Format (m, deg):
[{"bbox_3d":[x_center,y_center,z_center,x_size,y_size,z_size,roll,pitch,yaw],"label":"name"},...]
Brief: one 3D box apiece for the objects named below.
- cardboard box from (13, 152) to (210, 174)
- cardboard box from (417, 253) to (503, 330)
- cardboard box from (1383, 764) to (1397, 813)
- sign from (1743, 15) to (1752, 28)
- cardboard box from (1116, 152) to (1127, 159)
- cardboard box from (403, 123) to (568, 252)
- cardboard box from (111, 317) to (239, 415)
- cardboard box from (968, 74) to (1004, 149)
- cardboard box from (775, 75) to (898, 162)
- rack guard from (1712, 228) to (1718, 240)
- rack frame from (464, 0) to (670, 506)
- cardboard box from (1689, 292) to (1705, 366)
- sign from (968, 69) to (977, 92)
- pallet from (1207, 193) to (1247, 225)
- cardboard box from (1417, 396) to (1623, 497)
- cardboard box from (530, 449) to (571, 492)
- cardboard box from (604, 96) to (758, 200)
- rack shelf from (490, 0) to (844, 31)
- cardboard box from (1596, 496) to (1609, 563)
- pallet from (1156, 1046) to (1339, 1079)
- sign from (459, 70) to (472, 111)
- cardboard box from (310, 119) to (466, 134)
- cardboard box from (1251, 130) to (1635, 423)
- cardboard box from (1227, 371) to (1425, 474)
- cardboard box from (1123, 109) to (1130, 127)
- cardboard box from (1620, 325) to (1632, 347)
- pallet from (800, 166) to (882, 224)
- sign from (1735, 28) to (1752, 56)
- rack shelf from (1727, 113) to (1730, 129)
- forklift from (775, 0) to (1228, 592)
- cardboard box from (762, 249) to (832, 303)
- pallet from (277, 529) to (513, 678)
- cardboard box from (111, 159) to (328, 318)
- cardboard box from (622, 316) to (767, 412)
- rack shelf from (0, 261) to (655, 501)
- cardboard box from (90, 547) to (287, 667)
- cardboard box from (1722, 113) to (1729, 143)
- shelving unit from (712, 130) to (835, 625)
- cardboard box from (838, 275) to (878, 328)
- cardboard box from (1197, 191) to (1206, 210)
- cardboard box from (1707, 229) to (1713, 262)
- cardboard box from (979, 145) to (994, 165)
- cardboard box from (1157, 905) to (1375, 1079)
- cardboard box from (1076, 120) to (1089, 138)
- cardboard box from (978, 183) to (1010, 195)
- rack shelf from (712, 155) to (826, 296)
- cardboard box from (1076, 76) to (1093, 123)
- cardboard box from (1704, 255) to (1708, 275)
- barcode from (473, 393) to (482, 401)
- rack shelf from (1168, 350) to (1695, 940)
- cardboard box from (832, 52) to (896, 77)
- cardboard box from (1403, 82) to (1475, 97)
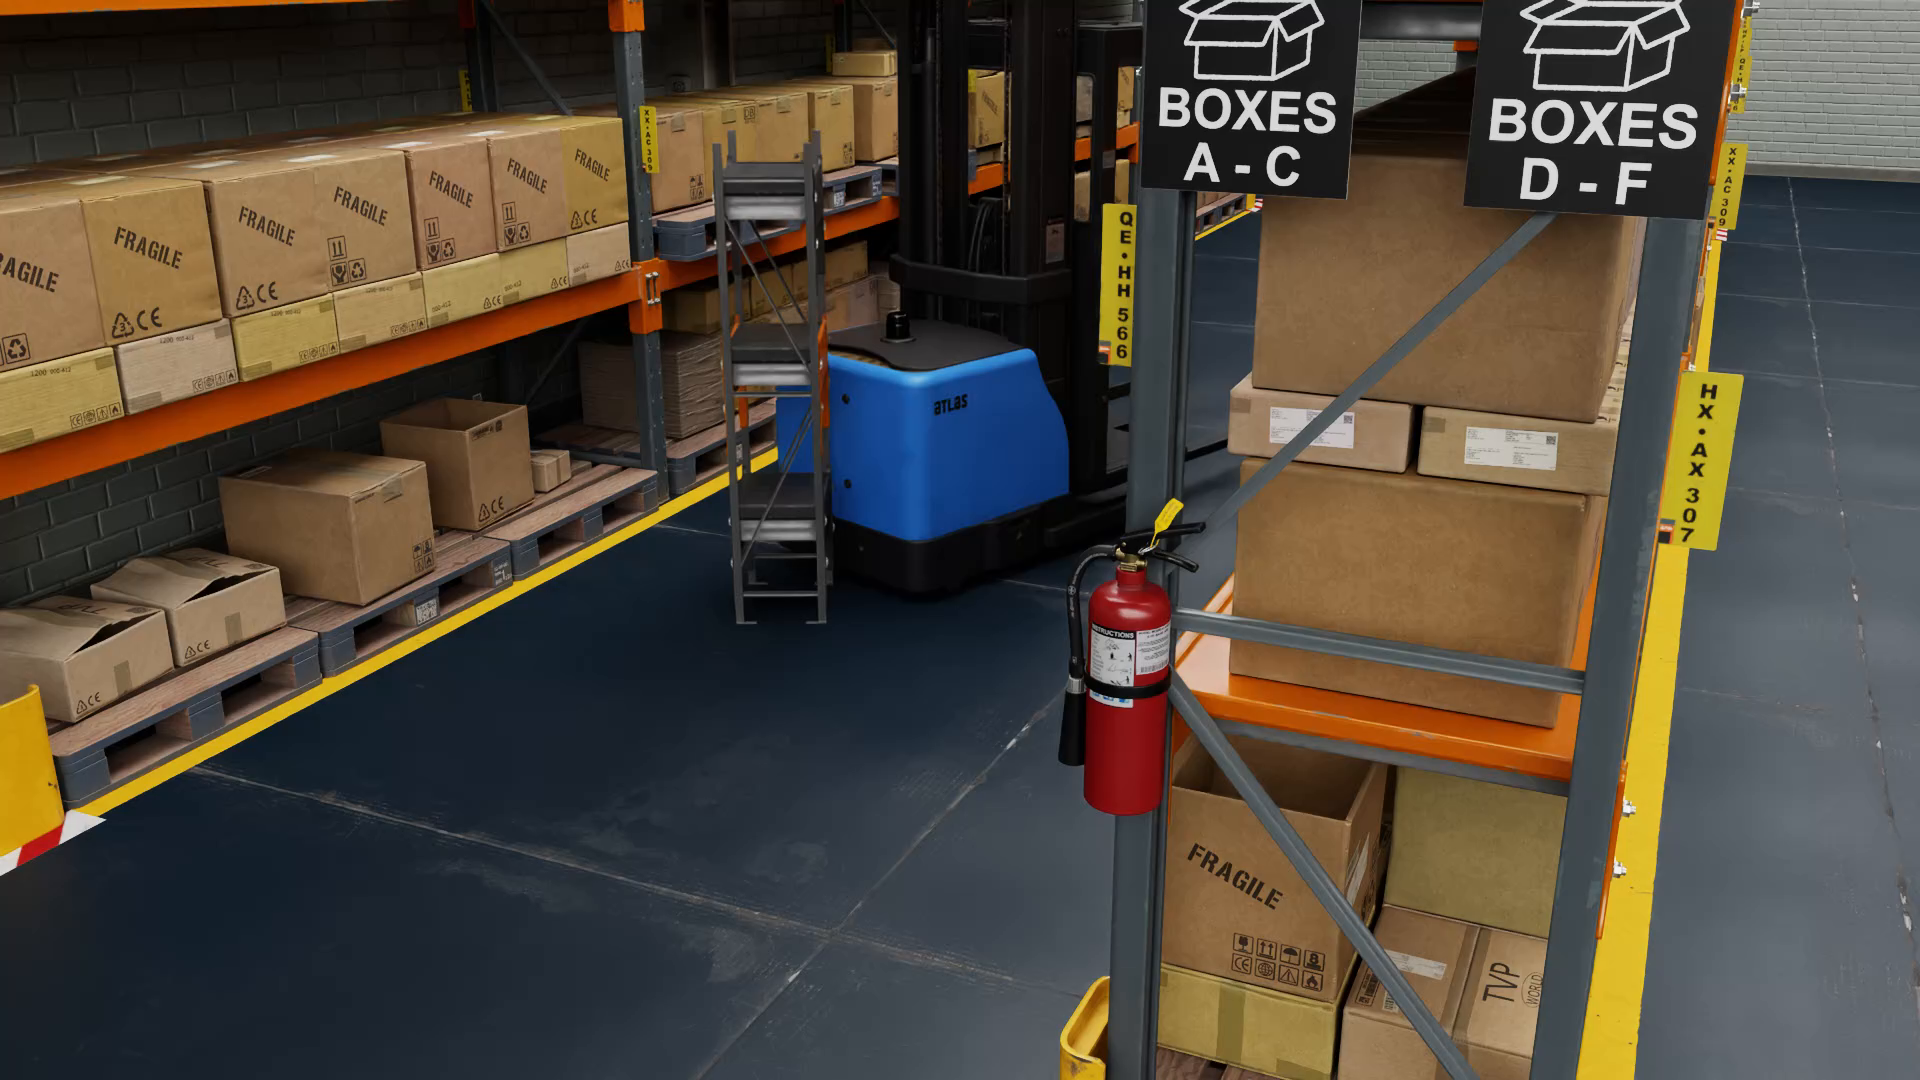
[{"bbox_3d":[-3.278,-1.229,6.522,0.500,0.500,0.500,8,21,21],"label":"cardboard box"},{"bbox_3d":[-2.383,-1.120,7.337,0.500,0.250,0.500,8,21,22],"label":"cardboard box"},{"bbox_3d":[1.165,0.458,5.062,0.500,0.500,0.500,9,21,23],"label":"cardboard box"},{"bbox_3d":[7.870,-5.277,16.631,0.100,0.325,0.005,9,21,23],"label":"sign"},{"bbox_3d":[1.694,-3.886,17.054,0.380,0.149,0.250,8,21,21],"label":"cardboard box"},{"bbox_3d":[-2.173,-1.627,7.642,0.500,0.500,0.500,8,21,22],"label":"cardboard box"},{"bbox_3d":[-3.011,-0.657,6.035,0.500,0.250,0.500,8,21,21],"label":"cardboard box"},{"bbox_3d":[0.008,-3.208,12.389,0.500,0.500,0.500,9,22,24],"label":"cardboard box"},{"bbox_3d":[-0.812,-2.833,11.151,0.700,0.500,0.500,6,21,18],"label":"cardboard box"},{"bbox_3d":[7.341,-3.464,17.463,1.175,0.500,0.348,9,21,23],"label":"rack guard"},{"bbox_3d":[-2.062,-1.675,8.702,1.000,3.000,0.127,9,21,23],"label":"rack frame"},{"bbox_3d":[4.543,-1.349,10.859,0.500,0.500,0.500,10,22,25],"label":"cardboard box"},{"bbox_3d":[0.074,-3.335,11.759,0.100,0.325,0.005,9,21,23],"label":"sign"},{"bbox_3d":[2.595,-3.774,18.767,1.003,0.211,1.213,9,21,23],"label":"pallet"},{"bbox_3d":[1.178,-0.217,3.485,0.380,0.149,0.250,8,21,22],"label":"cardboard box"},{"bbox_3d":[-2.254,-0.380,8.632,0.380,0.166,0.250,6,20,16],"label":"cardboard box"},{"bbox_3d":[-1.588,-2.250,9.514,0.700,0.500,0.500,11,22,28],"label":"cardboard box"},{"bbox_3d":[-1.243,-3.361,10.039,1.077,0.370,4.000,9,21,23],"label":"rack shelf"},{"bbox_3d":[1.443,-0.274,4.613,0.700,0.500,0.500,9,21,23],"label":"cardboard box"},{"bbox_3d":[1.095,1.300,4.497,1.003,0.211,1.213,9,21,23],"label":"pallet"},{"bbox_3d":[-2.570,-2.296,8.719,0.100,0.325,0.005,9,21,23],"label":"sign"},{"bbox_3d":[-2.661,-1.695,7.832,0.500,0.500,0.500,8,21,22],"label":"cardboard box"},{"bbox_3d":[1.045,-0.589,3.564,0.700,0.500,0.500,9,21,23],"label":"cardboard box"},{"bbox_3d":[0.803,-0.269,3.633,0.380,0.149,0.250,8,21,22],"label":"cardboard box"},{"bbox_3d":[1.333,-3.870,15.218,0.380,0.149,0.250,9,21,23],"label":"cardboard box"},{"bbox_3d":[1.492,-0.451,4.143,0.380,0.149,0.250,8,21,22],"label":"cardboard box"},{"bbox_3d":[-1.198,-2.197,10.455,1.003,0.211,1.213,9,21,23],"label":"pallet"},{"bbox_3d":[6.242,-3.913,13.266,0.100,0.325,0.005,9,21,23],"label":"sign"},{"bbox_3d":[6.553,-3.715,15.511,1.077,0.370,4.000,9,21,23],"label":"rack shelf"},{"bbox_3d":[0.483,-1.549,8.450,1.130,2.935,3.031,18,26,41],"label":"forklift"},{"bbox_3d":[-1.168,-1.730,10.811,0.500,0.250,0.500,8,21,22],"label":"cardboard box"},{"bbox_3d":[-2.803,0.223,7.526,1.003,0.211,1.213,9,21,23],"label":"pallet"},{"bbox_3d":[-2.802,-1.156,6.317,0.500,0.500,0.500,8,21,21],"label":"cardboard box"},{"bbox_3d":[-1.610,-1.097,10.150,0.700,0.500,0.500,8,21,22],"label":"cardboard box"},{"bbox_3d":[-2.881,-0.725,7.104,1.077,0.370,4.000,9,21,23],"label":"rack shelf"},{"bbox_3d":[-3.102,0.234,6.691,0.500,0.311,0.500,11,22,27],"label":"cardboard box"},{"bbox_3d":[6.192,-3.608,13.987,0.500,0.500,0.500,9,22,24],"label":"cardboard box"},{"bbox_3d":[-0.799,-0.695,7.288,0.431,2.100,0.503,0,20,0],"label":"shelving unit"},{"bbox_3d":[-0.989,-1.559,11.449,0.700,0.500,0.500,9,21,23],"label":"cardboard box"},{"bbox_3d":[2.246,-3.829,17.863,0.700,0.500,0.500,8,21,21],"label":"cardboard box"},{"bbox_3d":[5.794,-2.281,13.481,0.500,0.500,0.500,8,21,22],"label":"cardboard box"},{"bbox_3d":[0.033,-2.934,12.586,0.380,0.149,0.250,9,21,23],"label":"cardboard box"},{"bbox_3d":[0.770,1.119,4.321,0.500,0.250,0.500,9,21,23],"label":"cardboard box"},{"bbox_3d":[0.889,-3.562,14.352,0.380,0.149,0.250,9,21,23],"label":"cardboard box"},{"bbox_3d":[0.361,-2.557,13.762,0.750,0.750,0.750,8,21,22],"label":"cardboard box"},{"bbox_3d":[-0.800,-1.342,7.057,0.431,0.518,0.480,0,20,0],"label":"rack shelf"},{"bbox_3d":[0.841,-3.832,14.144,0.500,0.500,0.500,9,21,23],"label":"cardboard box"},{"bbox_3d":[5.172,-1.822,12.191,0.500,0.500,0.500,8,21,21],"label":"cardboard box"},{"bbox_3d":[-2.503,-0.723,8.622,0.001,0.075,0.075,9,21,23],"label":"barcode"},{"bbox_3d":[1.639,-0.046,5.196,1.077,0.370,4.000,9,21,23],"label":"rack shelf"},{"bbox_3d":[-0.657,-3.248,11.351,0.380,0.149,0.250,5,20,14],"label":"cardboard box"},{"bbox_3d":[1.666,-1.058,4.882,0.700,0.500,0.500,9,21,23],"label":"cardboard box"}]
